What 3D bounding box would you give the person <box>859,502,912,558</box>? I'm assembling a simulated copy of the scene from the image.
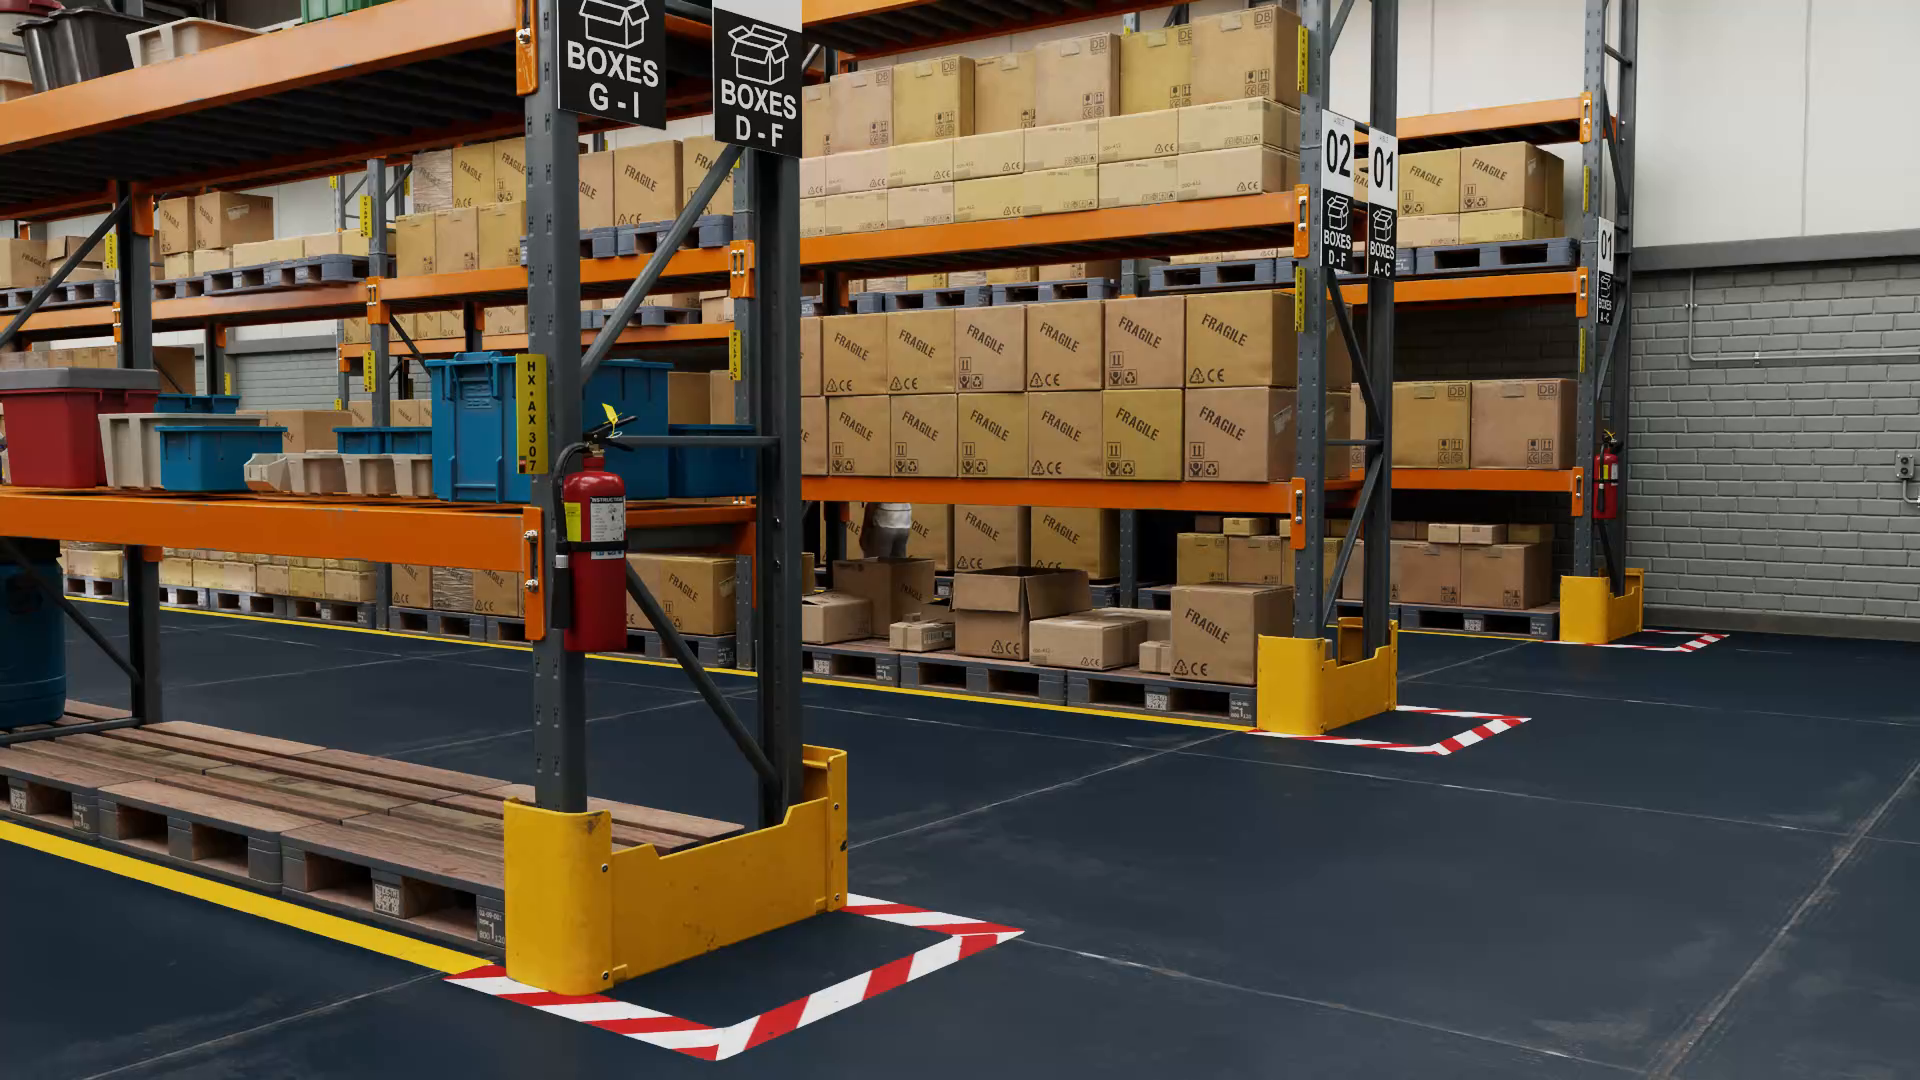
[{"bbox_3d":[-0.585,-0.068,12.839,0.392,1.658,0.507,2,4,35],"label":"person"}]
